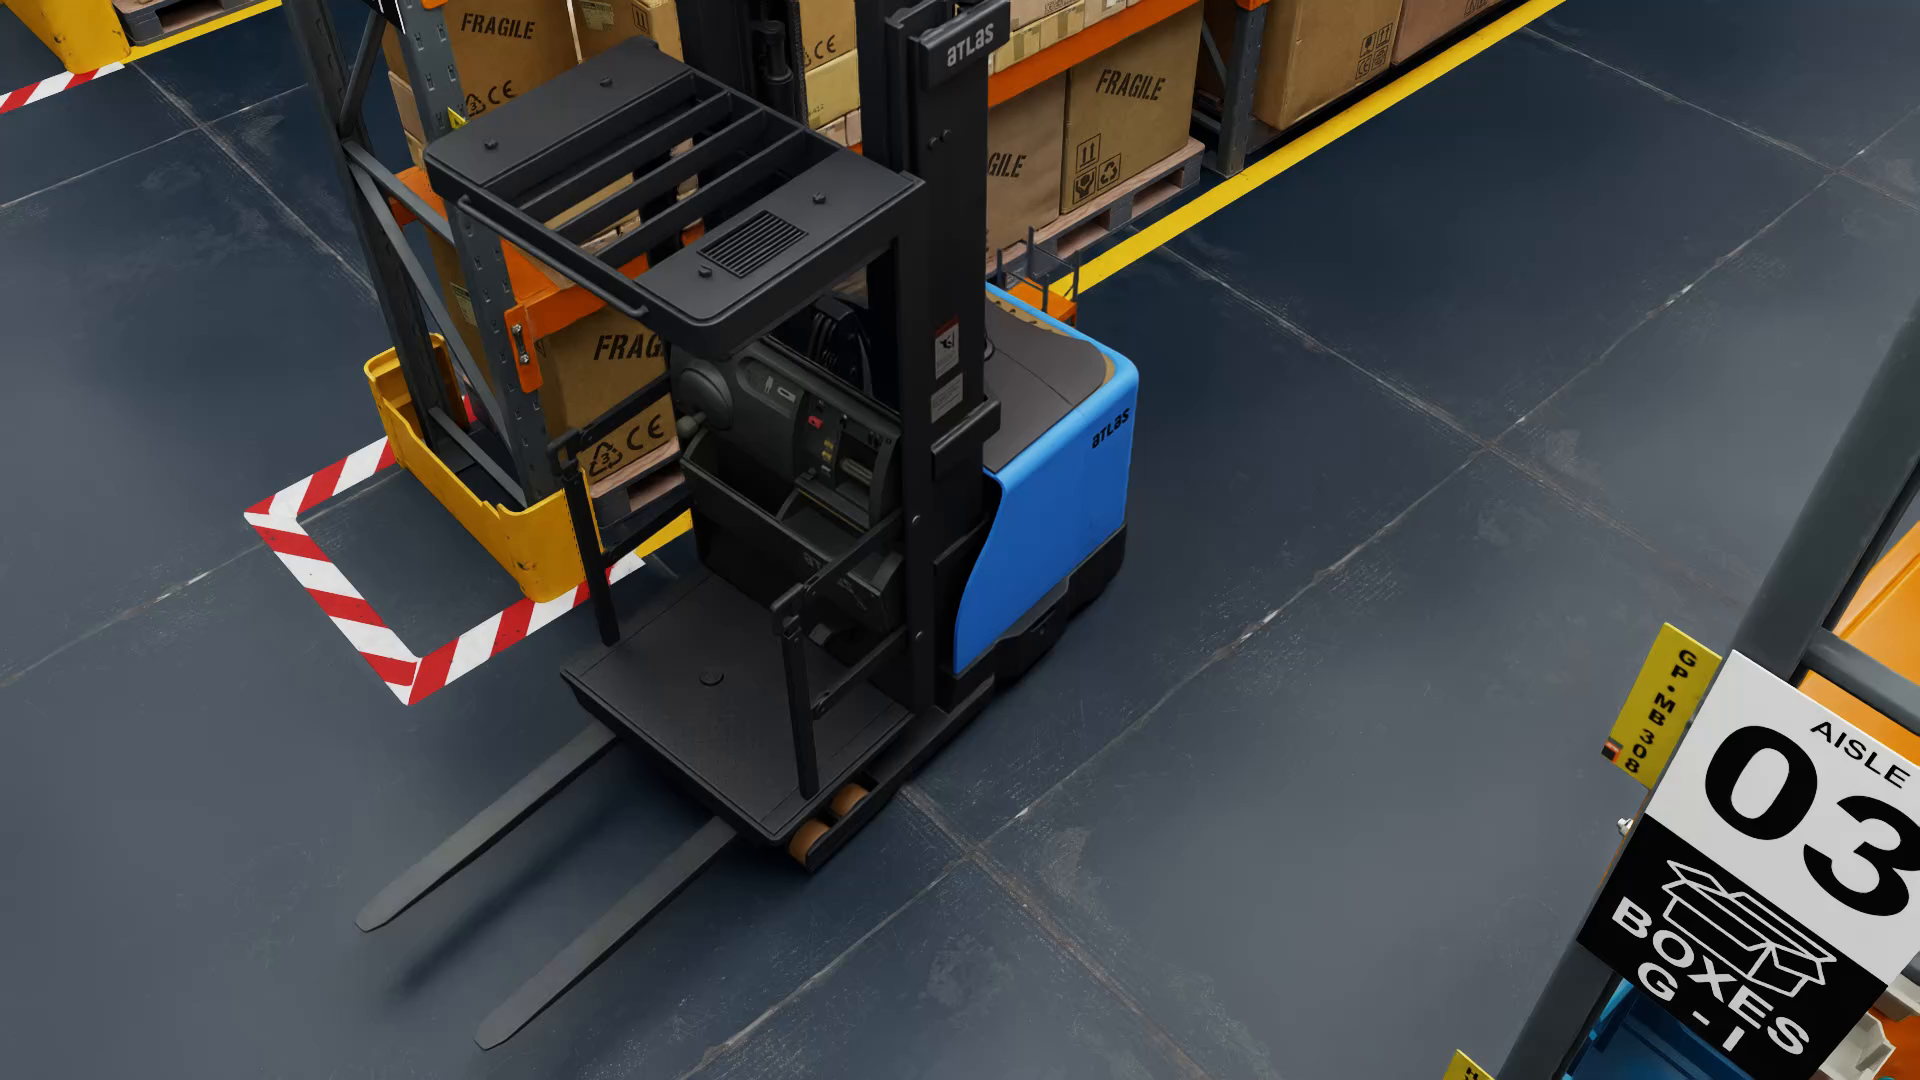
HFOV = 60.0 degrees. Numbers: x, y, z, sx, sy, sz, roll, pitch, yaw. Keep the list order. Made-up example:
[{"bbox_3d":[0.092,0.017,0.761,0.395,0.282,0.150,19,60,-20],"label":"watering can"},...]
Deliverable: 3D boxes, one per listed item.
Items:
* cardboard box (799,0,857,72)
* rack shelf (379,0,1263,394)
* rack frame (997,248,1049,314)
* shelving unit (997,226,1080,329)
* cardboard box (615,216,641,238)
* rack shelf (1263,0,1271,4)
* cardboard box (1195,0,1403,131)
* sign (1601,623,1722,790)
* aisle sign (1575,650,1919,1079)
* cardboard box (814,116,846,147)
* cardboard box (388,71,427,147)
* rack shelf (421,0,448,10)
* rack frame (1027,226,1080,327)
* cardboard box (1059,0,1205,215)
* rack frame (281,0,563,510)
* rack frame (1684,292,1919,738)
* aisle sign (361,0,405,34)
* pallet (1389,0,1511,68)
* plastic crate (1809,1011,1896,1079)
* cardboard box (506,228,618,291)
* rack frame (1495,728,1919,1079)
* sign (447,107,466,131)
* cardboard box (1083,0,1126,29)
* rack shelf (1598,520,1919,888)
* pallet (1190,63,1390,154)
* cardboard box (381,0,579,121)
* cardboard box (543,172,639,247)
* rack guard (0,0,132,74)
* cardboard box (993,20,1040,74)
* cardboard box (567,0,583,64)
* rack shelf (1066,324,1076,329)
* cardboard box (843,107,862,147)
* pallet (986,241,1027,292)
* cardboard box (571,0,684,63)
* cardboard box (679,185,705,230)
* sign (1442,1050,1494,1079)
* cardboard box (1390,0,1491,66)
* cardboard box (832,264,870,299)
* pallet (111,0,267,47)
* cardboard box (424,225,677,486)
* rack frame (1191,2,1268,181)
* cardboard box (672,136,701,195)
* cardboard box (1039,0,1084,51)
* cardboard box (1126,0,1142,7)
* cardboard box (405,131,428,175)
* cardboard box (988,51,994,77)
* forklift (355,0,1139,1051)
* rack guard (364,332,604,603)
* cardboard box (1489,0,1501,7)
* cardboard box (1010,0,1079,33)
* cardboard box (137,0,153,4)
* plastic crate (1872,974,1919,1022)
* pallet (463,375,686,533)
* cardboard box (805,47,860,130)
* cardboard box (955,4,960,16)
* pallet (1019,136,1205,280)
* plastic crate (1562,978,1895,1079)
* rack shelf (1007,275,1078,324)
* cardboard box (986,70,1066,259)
[{"bbox_3d":[-0.610,-2.066,6.004,0.500,0.500,0.500,-35,56,-28],"label":"cardboard box"},{"bbox_3d":[-0.416,-1.909,6.960,4.000,0.370,1.077,-34,56,-27],"label":"rack shelf"},{"bbox_3d":[0.229,-0.605,6.492,0.240,1.200,0.006,33,55,26],"label":"rack frame"},{"bbox_3d":[0.289,-0.656,6.539,0.258,1.200,0.189,33,55,26],"label":"shelving unit"},{"bbox_3d":[-1.222,-1.203,5.990,0.250,0.149,0.380,-35,56,-28],"label":"cardboard box"},{"bbox_3d":[2.544,-3.887,8.785,4.000,0.370,1.077,-34,56,-27],"label":"rack shelf"},{"bbox_3d":[1.524,-2.891,8.536,0.875,0.875,1.225,-34,56,-27],"label":"cardboard box"},{"bbox_3d":[1.054,0.256,2.503,0.005,0.325,0.100,-34,56,-27],"label":"sign"},{"bbox_3d":[1.186,0.524,2.457,0.004,0.787,0.394,-34,56,-27],"label":"aisle sign"},{"bbox_3d":[-0.652,-1.584,6.342,0.250,0.149,0.380,-35,56,-28],"label":"cardboard box"},{"bbox_3d":[-1.716,-1.598,6.083,0.500,0.250,0.500,-35,56,-28],"label":"cardboard box"},{"bbox_3d":[-0.416,-2.926,5.857,4.000,0.370,1.077,-34,56,-27],"label":"rack shelf"},{"bbox_3d":[0.349,-0.706,6.585,0.240,1.200,0.006,33,55,26],"label":"rack frame"},{"bbox_3d":[0.522,-2.281,7.973,0.875,0.875,0.875,-34,56,-27],"label":"cardboard box"},{"bbox_3d":[-1.896,-1.164,5.783,0.127,3.000,1.000,-34,56,-27],"label":"rack frame"},{"bbox_3d":[1.436,-0.505,1.093,0.127,3.000,1.000,-34,56,-27],"label":"rack frame"},{"bbox_3d":[-1.747,-1.847,4.644,0.004,0.787,0.394,-34,56,-27],"label":"aisle sign"},{"bbox_3d":[2.487,-3.225,9.582,1.213,0.211,1.003,-34,56,-27],"label":"pallet"},{"bbox_3d":[1.918,1.097,3.836,0.243,0.136,0.396,-34,56,-27],"label":"plastic crate"},{"bbox_3d":[-1.411,-1.075,5.872,0.250,0.149,0.380,-33,55,-27],"label":"cardboard box"},{"bbox_3d":[1.436,1.529,3.298,0.127,3.000,1.000,-34,56,-27],"label":"rack frame"},{"bbox_3d":[-1.527,-1.180,5.155,0.005,0.325,0.100,-34,56,-27],"label":"sign"},{"bbox_3d":[0.488,-2.346,7.045,0.250,0.149,0.380,-33,55,-27],"label":"cardboard box"},{"bbox_3d":[2.916,-0.233,3.372,4.000,0.370,1.077,-34,56,-27],"label":"rack shelf"},{"bbox_3d":[1.584,-2.619,9.023,1.213,0.211,1.003,-34,56,-27],"label":"pallet"},{"bbox_3d":[-1.712,-1.852,5.807,0.500,0.500,0.500,-33,55,-27],"label":"cardboard box"},{"bbox_3d":[-1.359,-1.305,5.812,0.500,0.250,0.500,-35,56,-28],"label":"cardboard box"},{"bbox_3d":[-5.101,-3.101,9.271,0.348,0.500,1.175,-34,56,-27],"label":"rack guard"},{"bbox_3d":[0.108,-2.092,6.810,0.250,0.149,0.380,-35,56,-28],"label":"cardboard box"},{"bbox_3d":[-1.340,-1.848,6.314,0.500,0.250,0.500,-35,56,-28],"label":"cardboard box"},{"bbox_3d":[0.289,-0.788,6.395,0.258,0.103,0.180,33,55,26],"label":"rack shelf"},{"bbox_3d":[-0.461,-1.712,6.460,0.250,0.149,0.380,-34,56,-27],"label":"cardboard box"},{"bbox_3d":[-0.454,-1.256,7.766,1.213,0.211,1.003,-34,56,-27],"label":"pallet"},{"bbox_3d":[-0.989,-1.806,5.765,0.500,0.500,0.500,-35,56,-28],"label":"cardboard box"},{"bbox_3d":[-1.033,-1.329,6.107,0.250,0.149,0.380,-35,56,-28],"label":"cardboard box"},{"bbox_3d":[1.054,1.183,3.507,0.005,0.325,0.100,-34,56,-27],"label":"sign"},{"bbox_3d":[2.184,-3.333,8.945,0.875,0.875,1.225,-36,57,-28],"label":"cardboard box"},{"bbox_3d":[-0.803,-1.396,7.157,0.875,0.875,0.875,-34,56,-27],"label":"cardboard box"},{"bbox_3d":[-4.477,-3.386,9.730,1.213,0.211,1.003,-34,56,-27],"label":"pallet"},{"bbox_3d":[-1.476,-0.946,6.742,0.875,0.875,0.875,-34,56,-27],"label":"cardboard box"},{"bbox_3d":[1.064,-3.142,7.608,0.127,3.000,1.000,-34,56,-27],"label":"rack frame"},{"bbox_3d":[-0.979,-1.565,6.053,0.500,0.250,0.500,-34,56,-28],"label":"cardboard box"},{"bbox_3d":[0.297,-2.219,6.927,0.250,0.149,0.380,-33,55,-27],"label":"cardboard box"},{"bbox_3d":[0.678,-2.473,7.162,0.250,0.149,0.380,-35,56,-28],"label":"cardboard box"},{"bbox_3d":[-1.854,-1.434,6.203,0.250,0.149,0.380,-33,55,-27],"label":"cardboard box"},{"bbox_3d":[-0.081,-1.967,6.695,0.250,0.149,0.380,-33,55,-27],"label":"cardboard box"},{"bbox_3d":[-0.696,-0.300,5.032,1.130,2.935,3.031,33,55,26],"label":"forklift"},{"bbox_3d":[-1.914,-0.305,6.691,0.348,0.500,1.175,-34,56,-27],"label":"rack guard"},{"bbox_3d":[2.834,-3.775,9.352,0.875,0.875,1.225,-34,56,-27],"label":"cardboard box"},{"bbox_3d":[0.155,-2.321,6.750,0.500,0.250,0.500,-33,55,-26],"label":"cardboard box"},{"bbox_3d":[-4.555,-3.172,9.290,0.250,0.149,0.380,-33,55,-26],"label":"cardboard box"},{"bbox_3d":[2.142,0.961,3.961,0.243,0.136,0.396,-34,56,-27],"label":"plastic crate"},{"bbox_3d":[-1.357,-0.656,7.212,1.213,0.211,1.003,-34,56,-27],"label":"pallet"},{"bbox_3d":[-0.605,-1.812,6.280,0.500,0.250,0.500,-36,57,-28],"label":"cardboard box"},{"bbox_3d":[-0.222,-2.072,6.521,0.500,0.250,0.500,-35,56,-28],"label":"cardboard box"},{"bbox_3d":[0.449,-1.863,8.325,1.213,0.211,1.003,-34,56,-27],"label":"pallet"},{"bbox_3d":[1.558,1.230,3.509,0.499,0.435,0.616,-34,56,-27],"label":"plastic crate"},{"bbox_3d":[0.289,-0.870,6.307,0.258,0.103,0.180,33,55,26],"label":"rack shelf"},{"bbox_3d":[-0.144,-1.836,7.563,0.875,0.875,0.875,-34,56,-27],"label":"cardboard box"}]
